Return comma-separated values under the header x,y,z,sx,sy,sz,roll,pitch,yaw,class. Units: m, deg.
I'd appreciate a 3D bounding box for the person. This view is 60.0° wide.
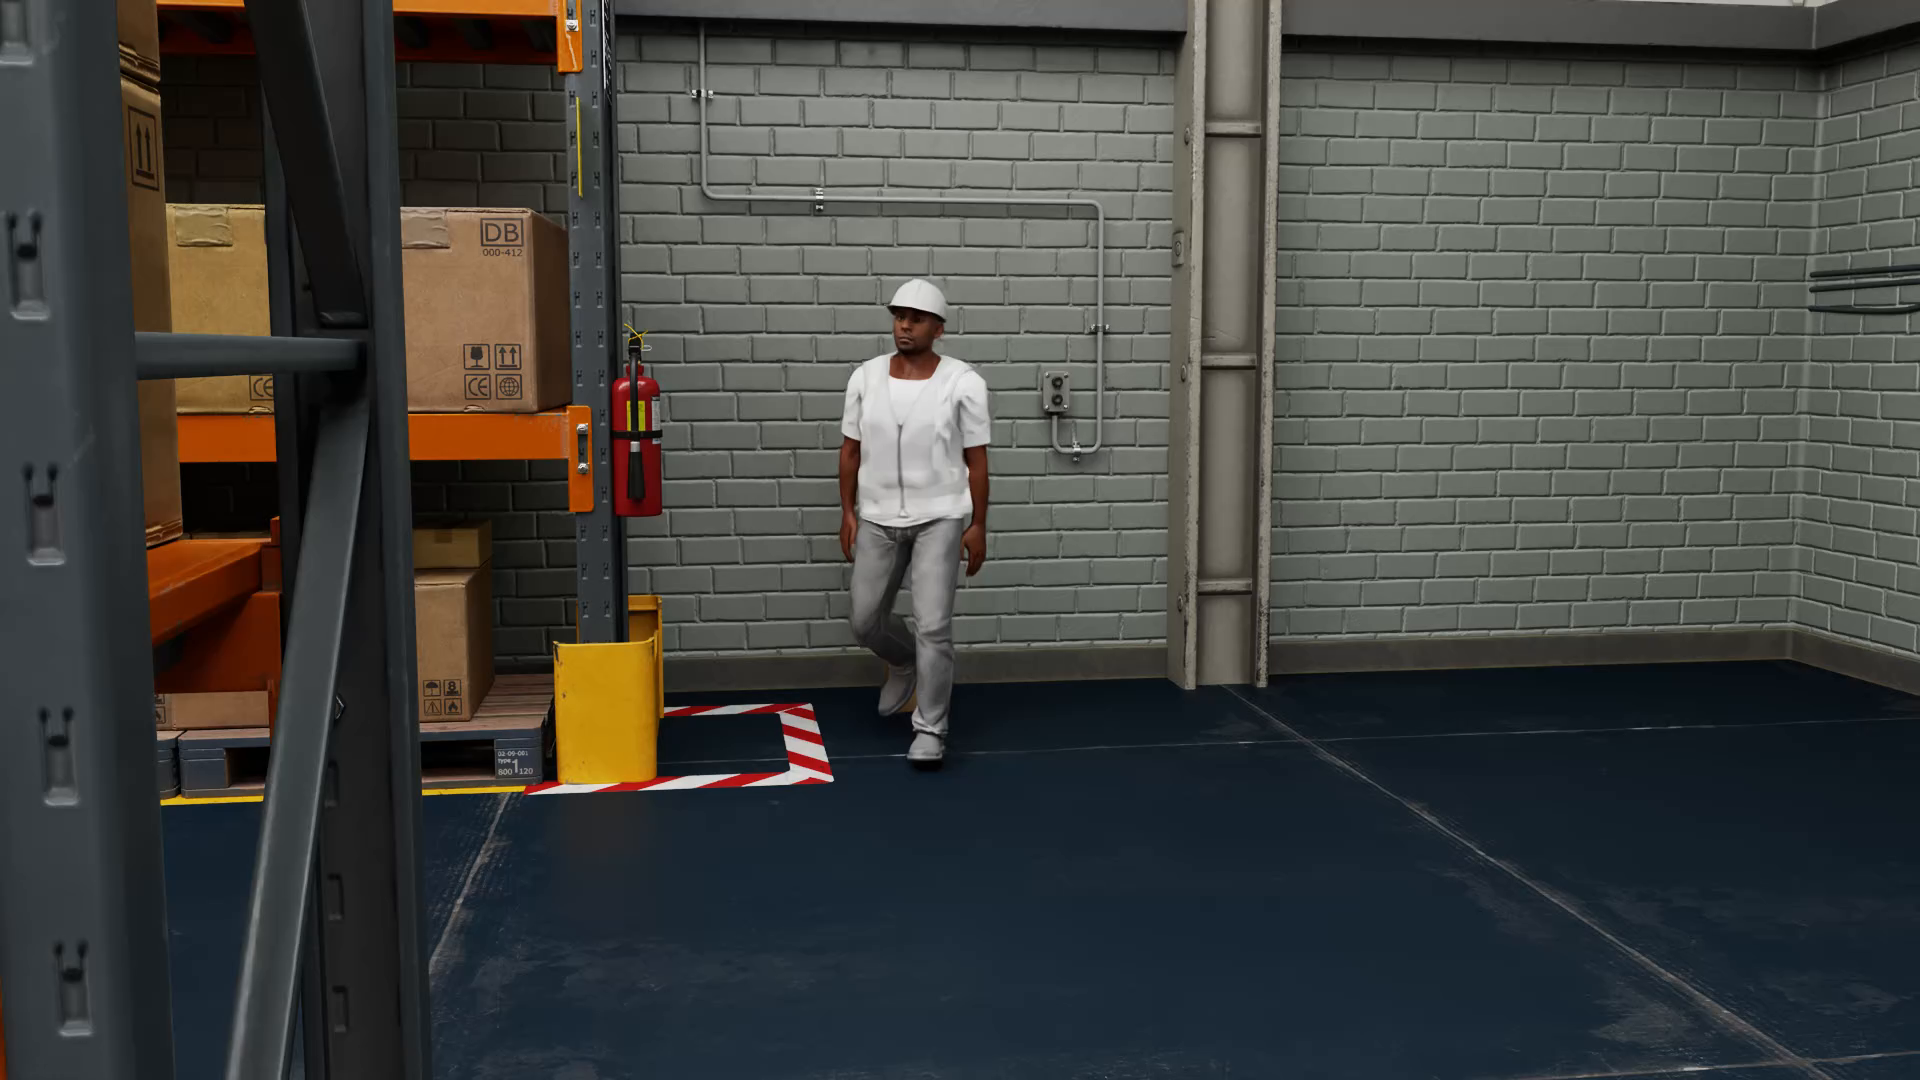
x,y,z,sx,sy,sz,roll,pitch,yaw,class
-0.157,-0.084,6.231,0.582,1.756,0.680,2,7,15,person
